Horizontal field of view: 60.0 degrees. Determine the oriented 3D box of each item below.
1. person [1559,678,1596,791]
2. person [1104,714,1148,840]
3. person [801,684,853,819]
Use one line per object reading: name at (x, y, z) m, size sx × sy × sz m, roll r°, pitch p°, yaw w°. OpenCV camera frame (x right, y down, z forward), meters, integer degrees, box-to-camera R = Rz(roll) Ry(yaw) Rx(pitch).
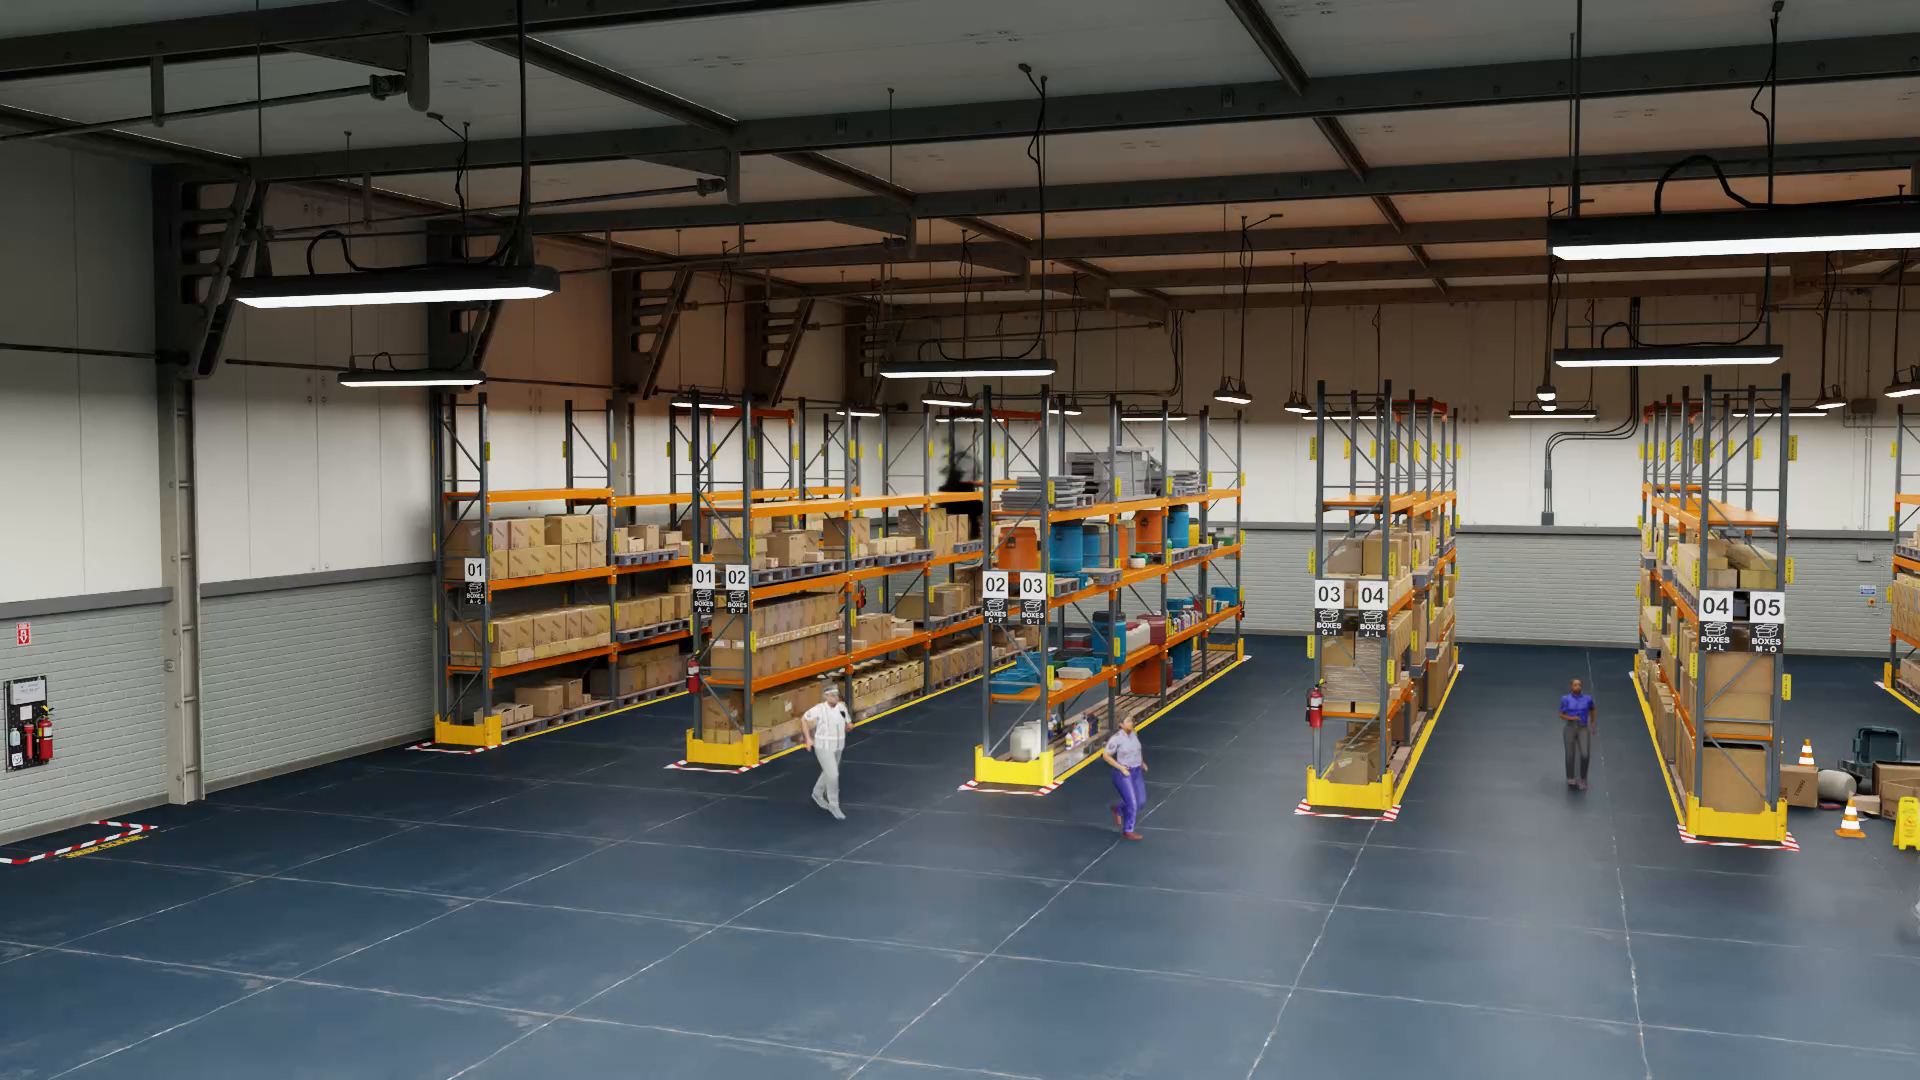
person at (9.139, 2.869, 24.600) m, size 0.544 × 1.664 × 0.688 m, roll 1°, pitch 3°, yaw 15°
person at (2.148, 3.053, 21.577) m, size 0.609 × 1.596 × 0.588 m, roll -3°, pitch 4°, yaw -41°
person at (-1.802, 2.892, 22.938) m, size 0.634 × 1.837 × 0.892 m, roll -3°, pitch 4°, yaw -44°
